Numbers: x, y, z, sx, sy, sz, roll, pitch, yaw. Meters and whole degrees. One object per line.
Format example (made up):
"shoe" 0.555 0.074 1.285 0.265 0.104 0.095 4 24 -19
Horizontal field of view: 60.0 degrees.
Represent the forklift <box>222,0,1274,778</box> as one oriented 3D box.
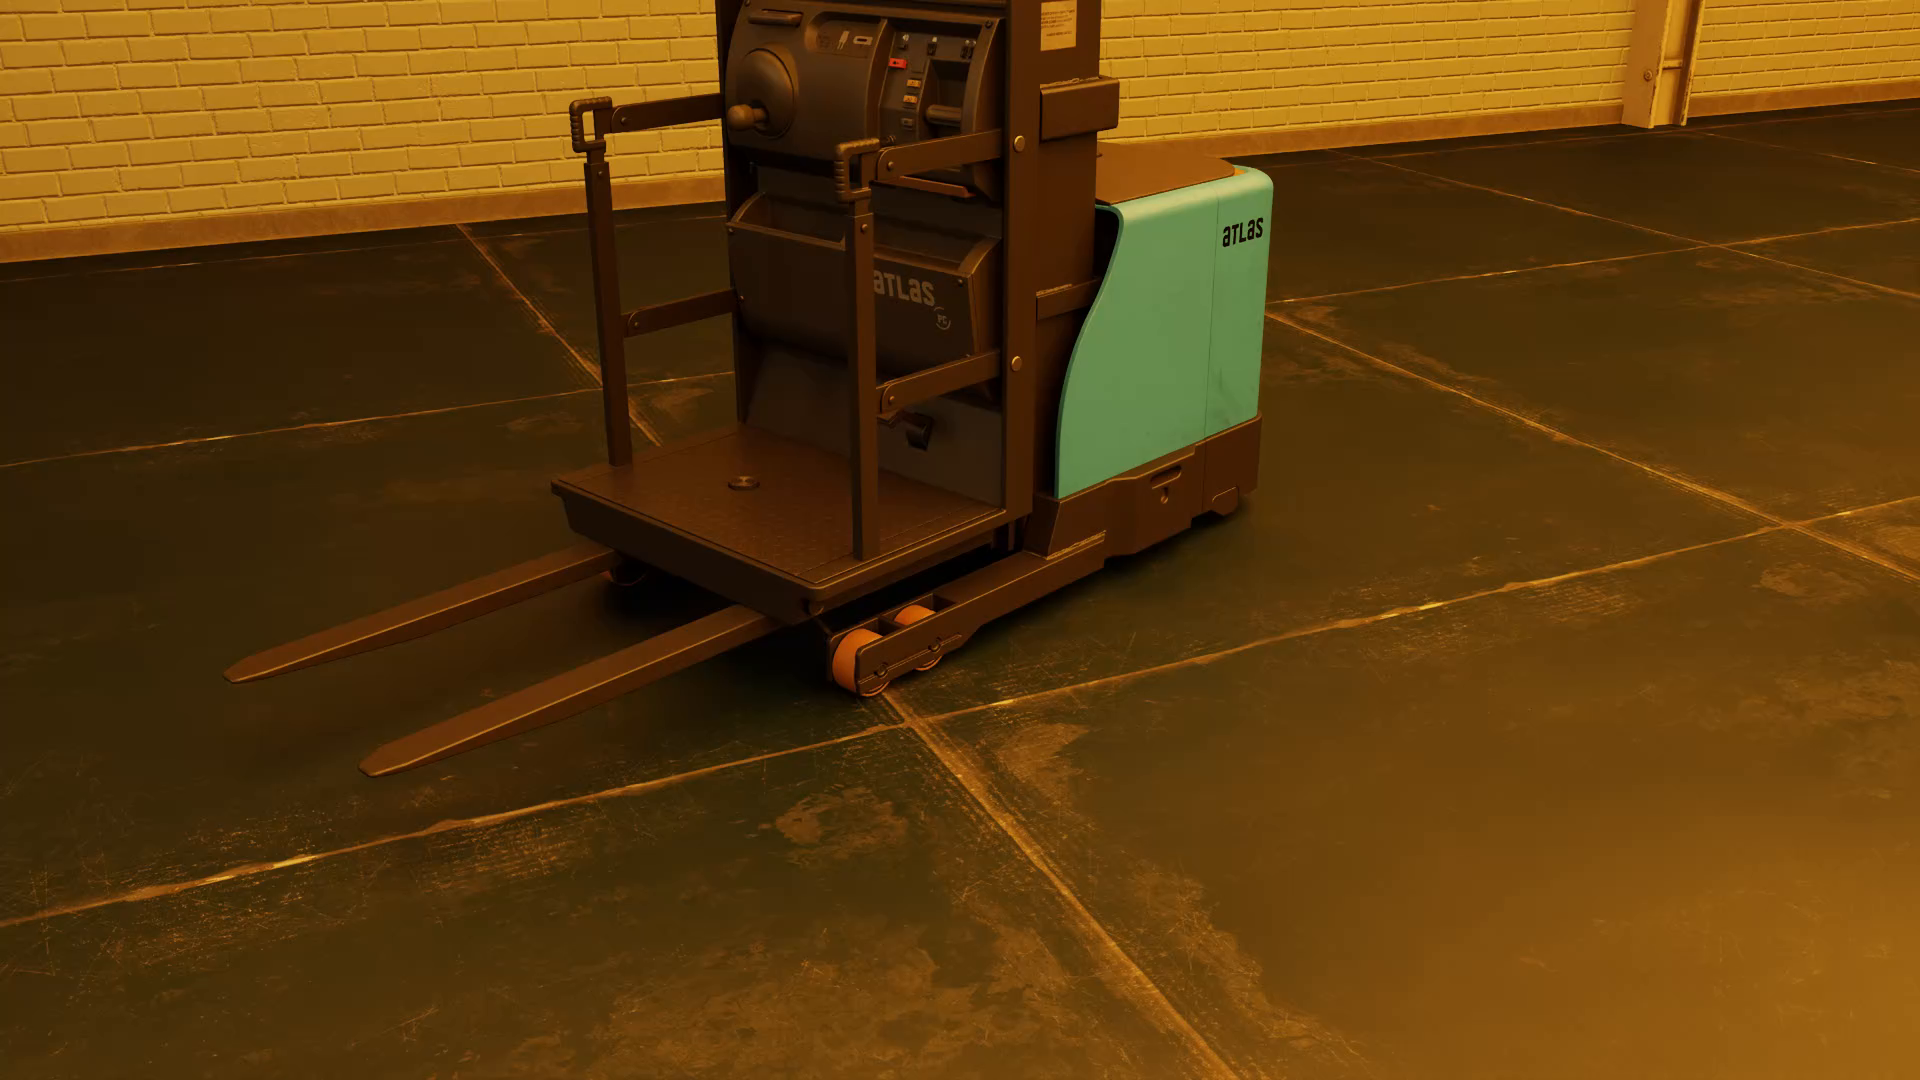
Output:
"forklift" -0.413 -1.182 4.131 1.130 2.935 3.031 19 29 39
